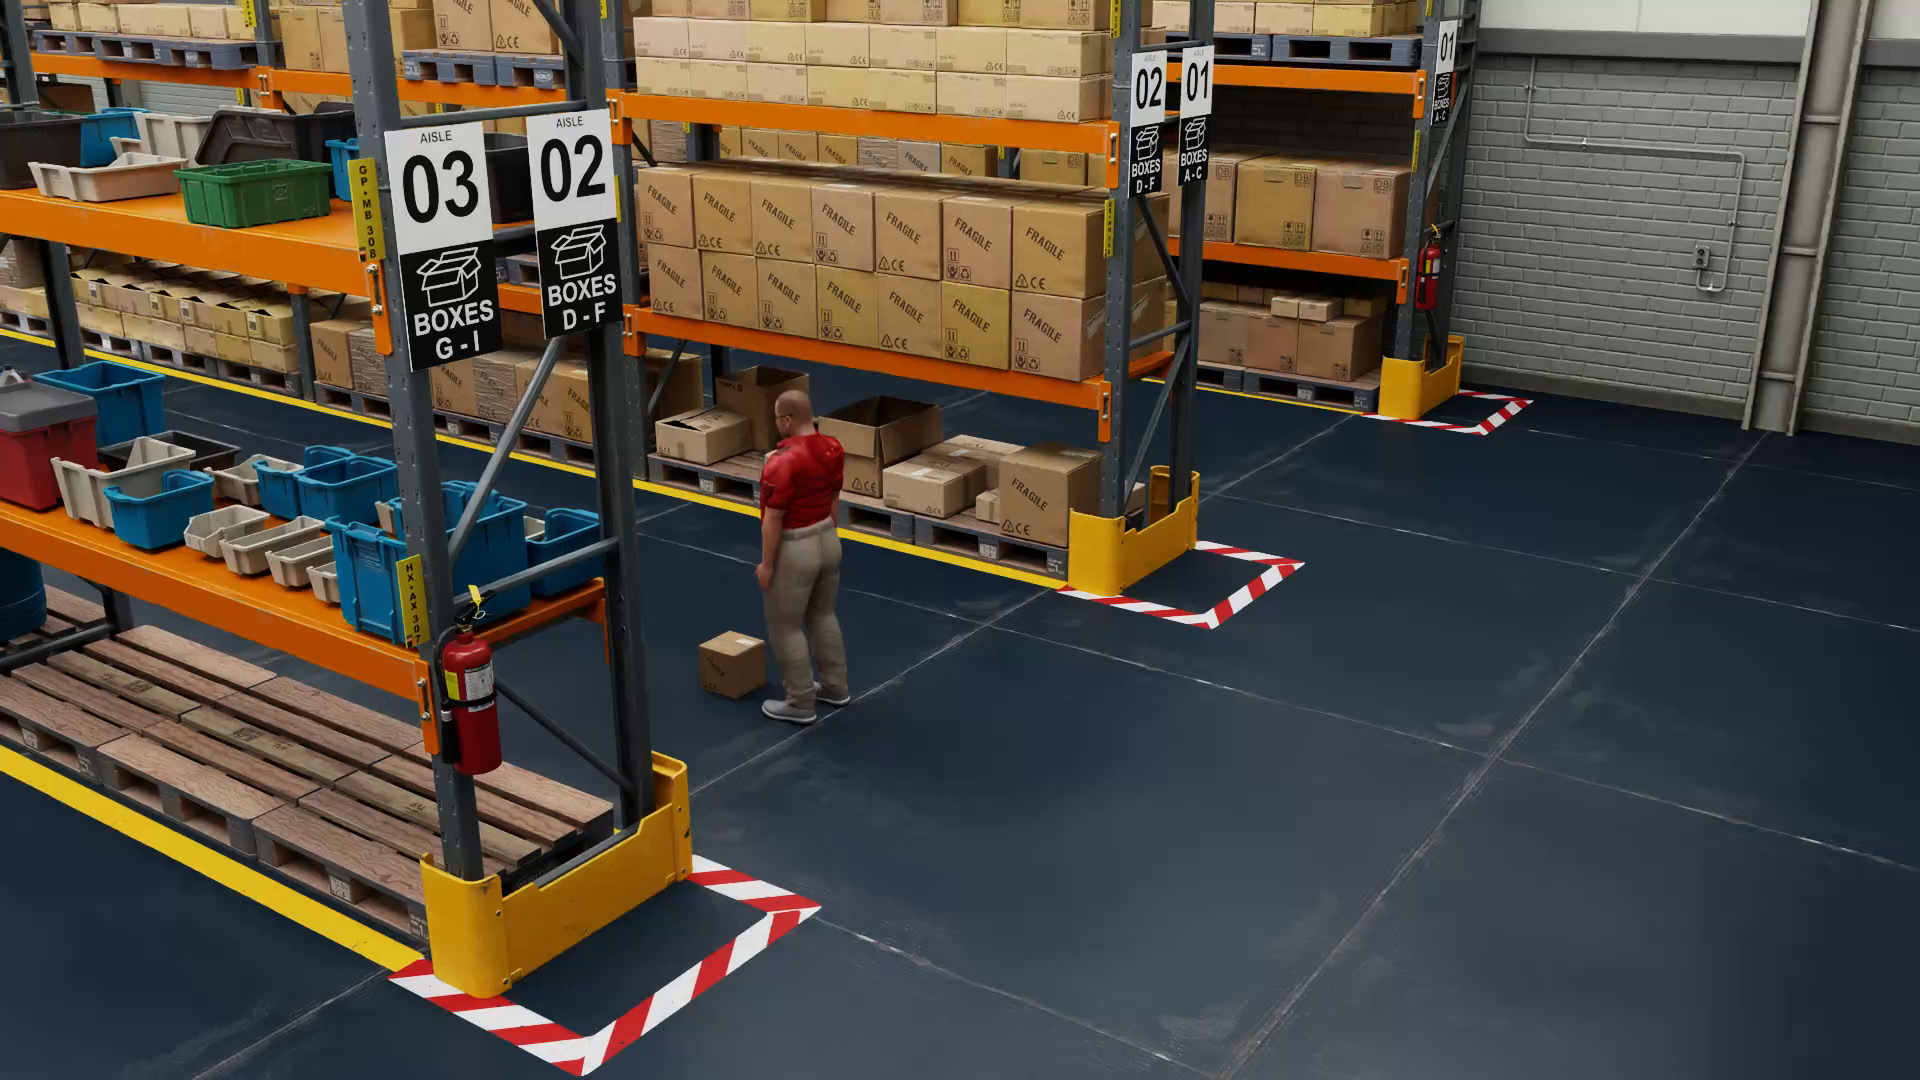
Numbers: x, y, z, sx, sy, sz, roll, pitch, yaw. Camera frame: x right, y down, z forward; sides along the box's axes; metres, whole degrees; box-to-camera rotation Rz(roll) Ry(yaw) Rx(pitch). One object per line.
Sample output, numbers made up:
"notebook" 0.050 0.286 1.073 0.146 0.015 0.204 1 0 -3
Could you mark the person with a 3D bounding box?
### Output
"person" -0.824 0.078 8.397 0.359 1.722 0.529 14 24 33
